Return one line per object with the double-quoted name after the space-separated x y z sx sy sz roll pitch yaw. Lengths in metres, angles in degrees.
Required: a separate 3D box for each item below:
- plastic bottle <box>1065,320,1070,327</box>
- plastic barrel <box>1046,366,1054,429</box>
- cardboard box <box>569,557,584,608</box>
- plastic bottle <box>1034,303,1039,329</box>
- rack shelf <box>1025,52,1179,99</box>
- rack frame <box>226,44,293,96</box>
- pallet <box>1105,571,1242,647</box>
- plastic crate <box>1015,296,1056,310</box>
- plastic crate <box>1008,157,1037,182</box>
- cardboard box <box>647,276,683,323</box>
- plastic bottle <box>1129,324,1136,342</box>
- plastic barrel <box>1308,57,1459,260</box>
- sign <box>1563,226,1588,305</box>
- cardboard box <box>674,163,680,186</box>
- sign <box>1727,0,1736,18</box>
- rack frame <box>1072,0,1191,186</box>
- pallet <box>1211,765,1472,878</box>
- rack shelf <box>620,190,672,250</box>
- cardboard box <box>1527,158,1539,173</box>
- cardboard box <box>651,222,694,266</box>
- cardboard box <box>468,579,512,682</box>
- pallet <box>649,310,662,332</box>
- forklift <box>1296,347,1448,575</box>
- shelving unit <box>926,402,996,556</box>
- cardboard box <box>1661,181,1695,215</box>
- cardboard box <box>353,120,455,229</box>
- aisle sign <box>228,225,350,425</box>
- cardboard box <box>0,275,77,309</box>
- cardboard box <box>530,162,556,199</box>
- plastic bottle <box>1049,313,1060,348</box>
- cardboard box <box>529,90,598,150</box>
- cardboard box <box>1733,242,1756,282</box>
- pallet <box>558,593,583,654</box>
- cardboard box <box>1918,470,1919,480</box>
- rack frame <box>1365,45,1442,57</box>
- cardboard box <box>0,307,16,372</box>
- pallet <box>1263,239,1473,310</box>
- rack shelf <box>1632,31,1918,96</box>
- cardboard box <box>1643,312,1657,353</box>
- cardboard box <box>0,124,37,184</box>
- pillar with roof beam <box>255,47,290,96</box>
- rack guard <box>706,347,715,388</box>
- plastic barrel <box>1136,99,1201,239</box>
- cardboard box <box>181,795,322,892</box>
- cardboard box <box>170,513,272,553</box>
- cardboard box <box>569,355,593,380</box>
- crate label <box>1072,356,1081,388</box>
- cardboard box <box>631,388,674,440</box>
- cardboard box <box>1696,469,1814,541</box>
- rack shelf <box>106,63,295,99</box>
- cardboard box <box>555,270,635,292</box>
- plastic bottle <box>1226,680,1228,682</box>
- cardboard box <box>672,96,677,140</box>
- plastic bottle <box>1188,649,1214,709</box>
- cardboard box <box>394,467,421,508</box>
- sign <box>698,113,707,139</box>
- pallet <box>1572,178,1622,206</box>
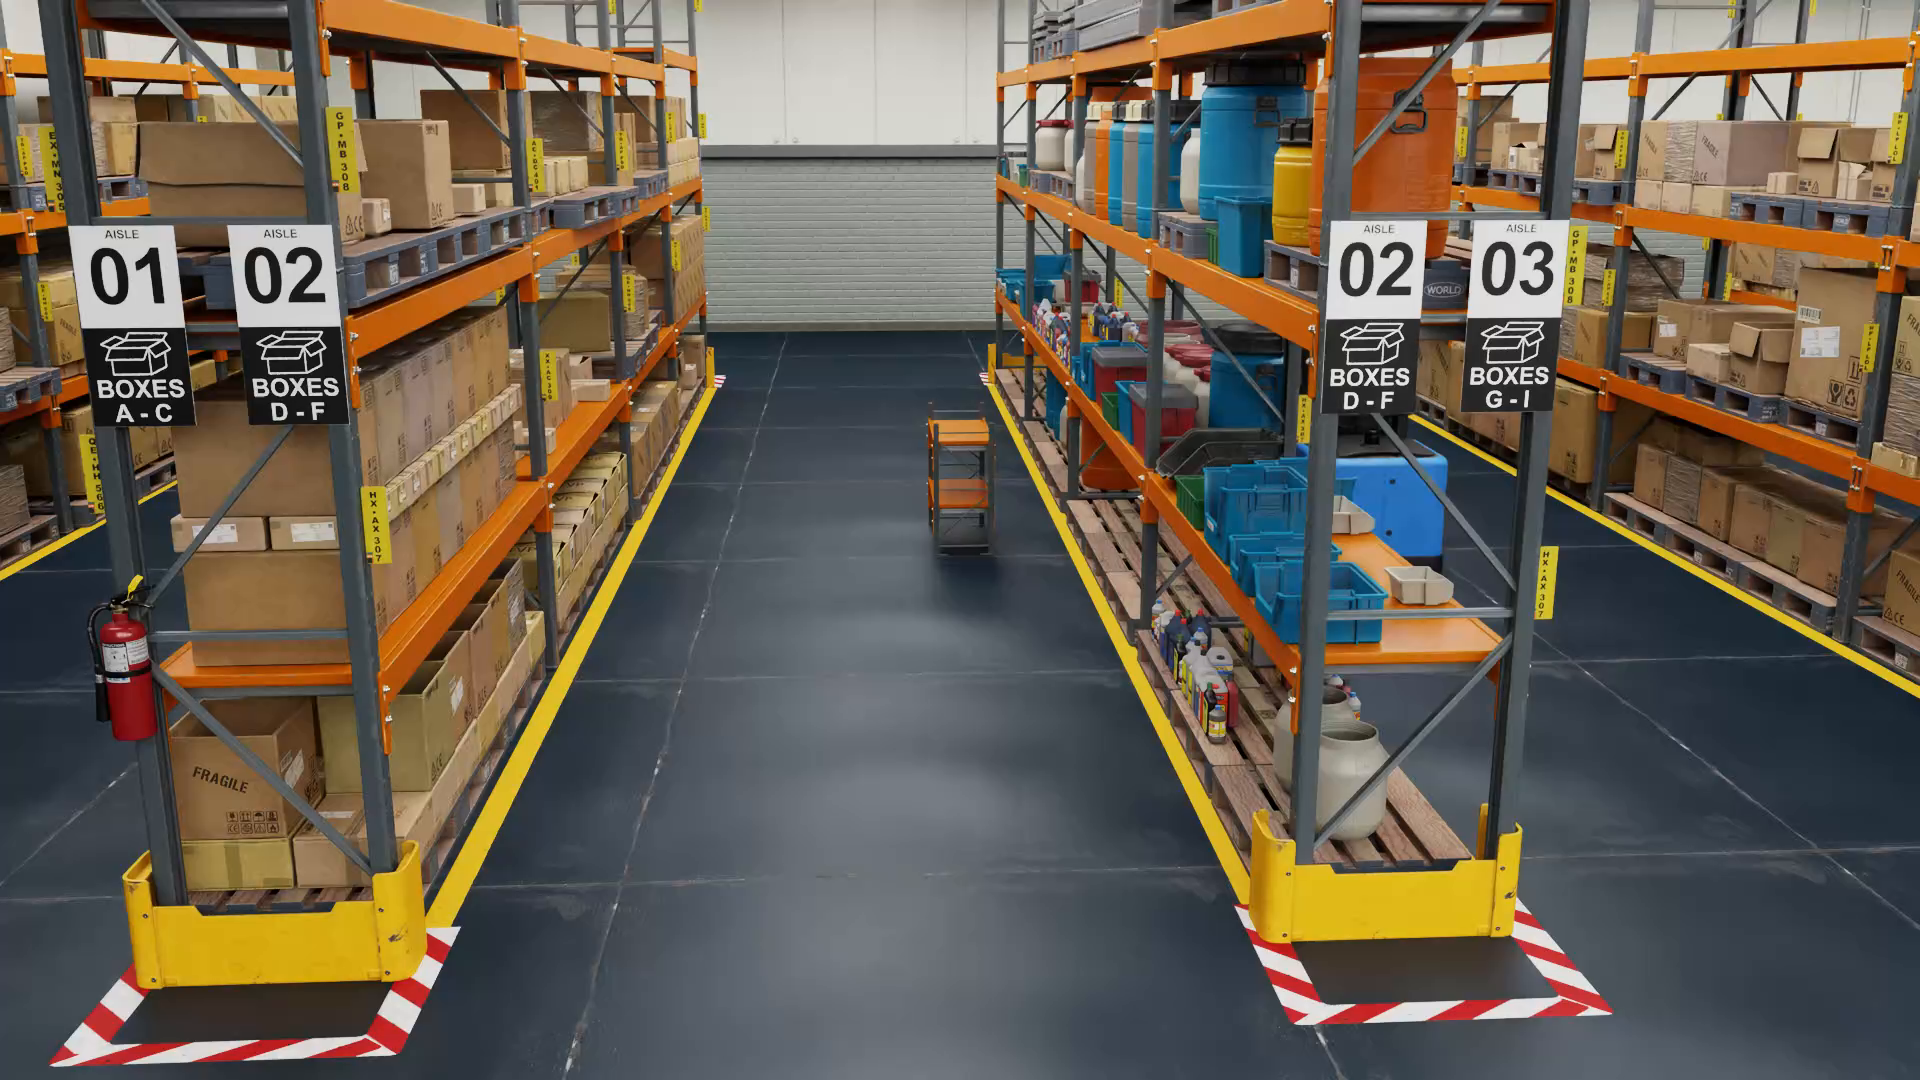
1.099 -2.109 16.962 0.097 0.271 0.097 0 14 0 "plastic bottle"
1.260 -1.707 18.511 0.600 0.901 0.708 -1 14 -3 "plastic barrel"
-3.013 0.306 11.992 0.500 0.250 0.500 -1 14 -2 "cardboard box"
0.849 -2.468 18.335 0.061 0.283 0.133 -1 14 -3 "plastic bottle"
1.367 -4.522 16.288 1.077 0.370 4.000 -1 14 -3 "rack shelf"
-8.892 -6.403 21.353 1.000 3.000 0.127 -1 14 -3 "rack frame"
1.652 0.489 12.200 1.003 0.211 1.213 -1 14 -3 "pallet"
0.906 -2.826 19.922 0.437 0.125 0.590 -1 14 -3 "plastic crate"
0.825 -4.490 20.176 0.437 0.282 0.530 -1 14 -3 "plastic crate"
-3.460 -2.760 19.032 0.500 0.500 0.500 -1 14 -2 "cardboard box"
1.736 -2.028 16.646 0.097 0.271 0.097 0 14 0 "plastic bottle"
1.830 -1.654 7.212 0.600 0.830 0.708 -1 14 -3 "plastic barrel"
2.536 -1.136 6.884 0.100 0.325 0.005 -1 14 -3 "sign"
-3.511 -4.210 19.149 0.500 0.250 0.500 -1 14 -3 "cardboard box"
10.354 -7.166 22.286 0.100 0.325 0.005 -1 14 -3 "sign"
1.491 -4.566 14.215 1.000 3.000 0.127 -1 14 -3 "rack frame"
1.890 1.459 8.434 1.003 0.211 1.213 -1 14 -3 "pallet"
-3.577 -3.187 16.318 1.077 0.370 4.000 -1 14 -3 "rack shelf"
6.129 -3.894 17.283 0.380 0.149 0.250 -1 15 -6 "cardboard box"
-3.546 -3.619 20.365 0.500 0.500 0.500 0 14 -2 "cardboard box"
-2.904 0.535 9.597 0.500 0.500 0.500 -1 14 -3 "cardboard box"
-3.760 -2.287 17.780 1.003 0.211 1.213 -1 14 -3 "pallet"
3.141 -1.362 13.936 1.130 2.935 3.031 -1 14 -3 "forklift"
0.000 -0.546 14.393 0.538 1.125 1.048 -1 14 -3 "shelving unit"
6.241 -2.869 13.939 0.500 0.250 0.500 -1 14 -2 "cardboard box"
-2.787 -1.785 8.102 0.500 0.500 0.500 -1 14 -3 "cardboard box"
-2.647 -0.843 6.567 0.394 0.787 0.004 -1 14 -3 "aisle sign"
-8.169 -2.198 14.705 0.500 0.250 0.500 -1 14 -2 "cardboard box"
-3.262 -2.651 12.247 0.500 0.250 0.500 -2 15 -8 "cardboard box"
0.982 -2.135 16.903 0.144 0.351 0.185 -1 14 -3 "plastic bottle"
-3.474 -3.680 14.580 0.500 0.500 0.500 -1 14 -3 "cardboard box"
10.706 -3.722 22.177 0.500 0.500 0.500 -1 14 -3 "cardboard box"
-3.290 0.577 11.860 1.003 0.211 1.213 -1 14 -3 "pallet"
6.441 -0.439 10.716 0.380 0.149 0.250 -1 14 -3 "cardboard box"
5.939 -6.633 22.245 1.000 3.000 0.127 -1 14 -3 "rack frame"
-8.358 -1.653 13.847 0.700 0.500 0.500 -3 15 -10 "cardboard box"
2.033 -1.240 7.685 1.003 0.211 1.213 -1 14 -3 "pallet"
6.559 -3.603 12.719 1.077 0.370 4.000 -1 14 -3 "rack shelf"
6.676 -1.911 15.734 0.500 0.500 0.500 0 14 -2 "cardboard box"
-8.484 -3.340 14.384 0.700 0.500 0.500 -2 15 -8 "cardboard box"
-5.626 -7.128 24.170 9.100 9.000 0.400 -1 14 -3 "pillar with roof beam"
-3.944 -2.346 22.640 1.175 0.500 0.348 -1 14 -3 "rack guard"
1.491 -2.485 11.139 0.600 0.901 0.708 -1 14 -3 "plastic barrel"
-3.285 1.403 7.727 0.500 0.250 0.500 -1 14 -3 "cardboard box"
-3.171 -0.051 7.201 0.380 0.149 0.250 -1 14 -4 "cardboard box"
-3.474 -1.451 14.326 0.500 0.311 0.500 0 14 0 "cardboard box"
1.143 -1.469 14.554 0.303 0.233 0.416 -1 14 -3 "crate label"
-3.362 -1.341 17.854 0.500 0.500 0.500 -1 14 -3 "cardboard box"
6.585 -0.295 13.787 0.700 0.500 0.500 0 14 1 "cardboard box"
-8.768 -5.364 19.560 1.077 0.370 4.000 -1 14 -3 "rack shelf"
-3.789 -2.541 17.338 0.700 0.500 0.500 1 14 5 "cardboard box"
1.562 0.916 9.678 0.097 0.201 0.097 0 14 0 "plastic bottle"
-3.695 -4.937 19.467 0.700 0.500 0.500 -1 14 -3 "cardboard box"
1.425 0.810 9.793 0.144 0.351 0.185 0 14 -1 "plastic bottle"
-2.813 -0.250 7.975 0.380 0.149 0.250 -1 14 -4 "cardboard box"
-3.393 -5.460 21.932 0.100 0.325 0.005 -1 14 -3 "sign"
6.342 -3.258 15.529 1.213 0.211 1.003 0 14 -1 "pallet"
